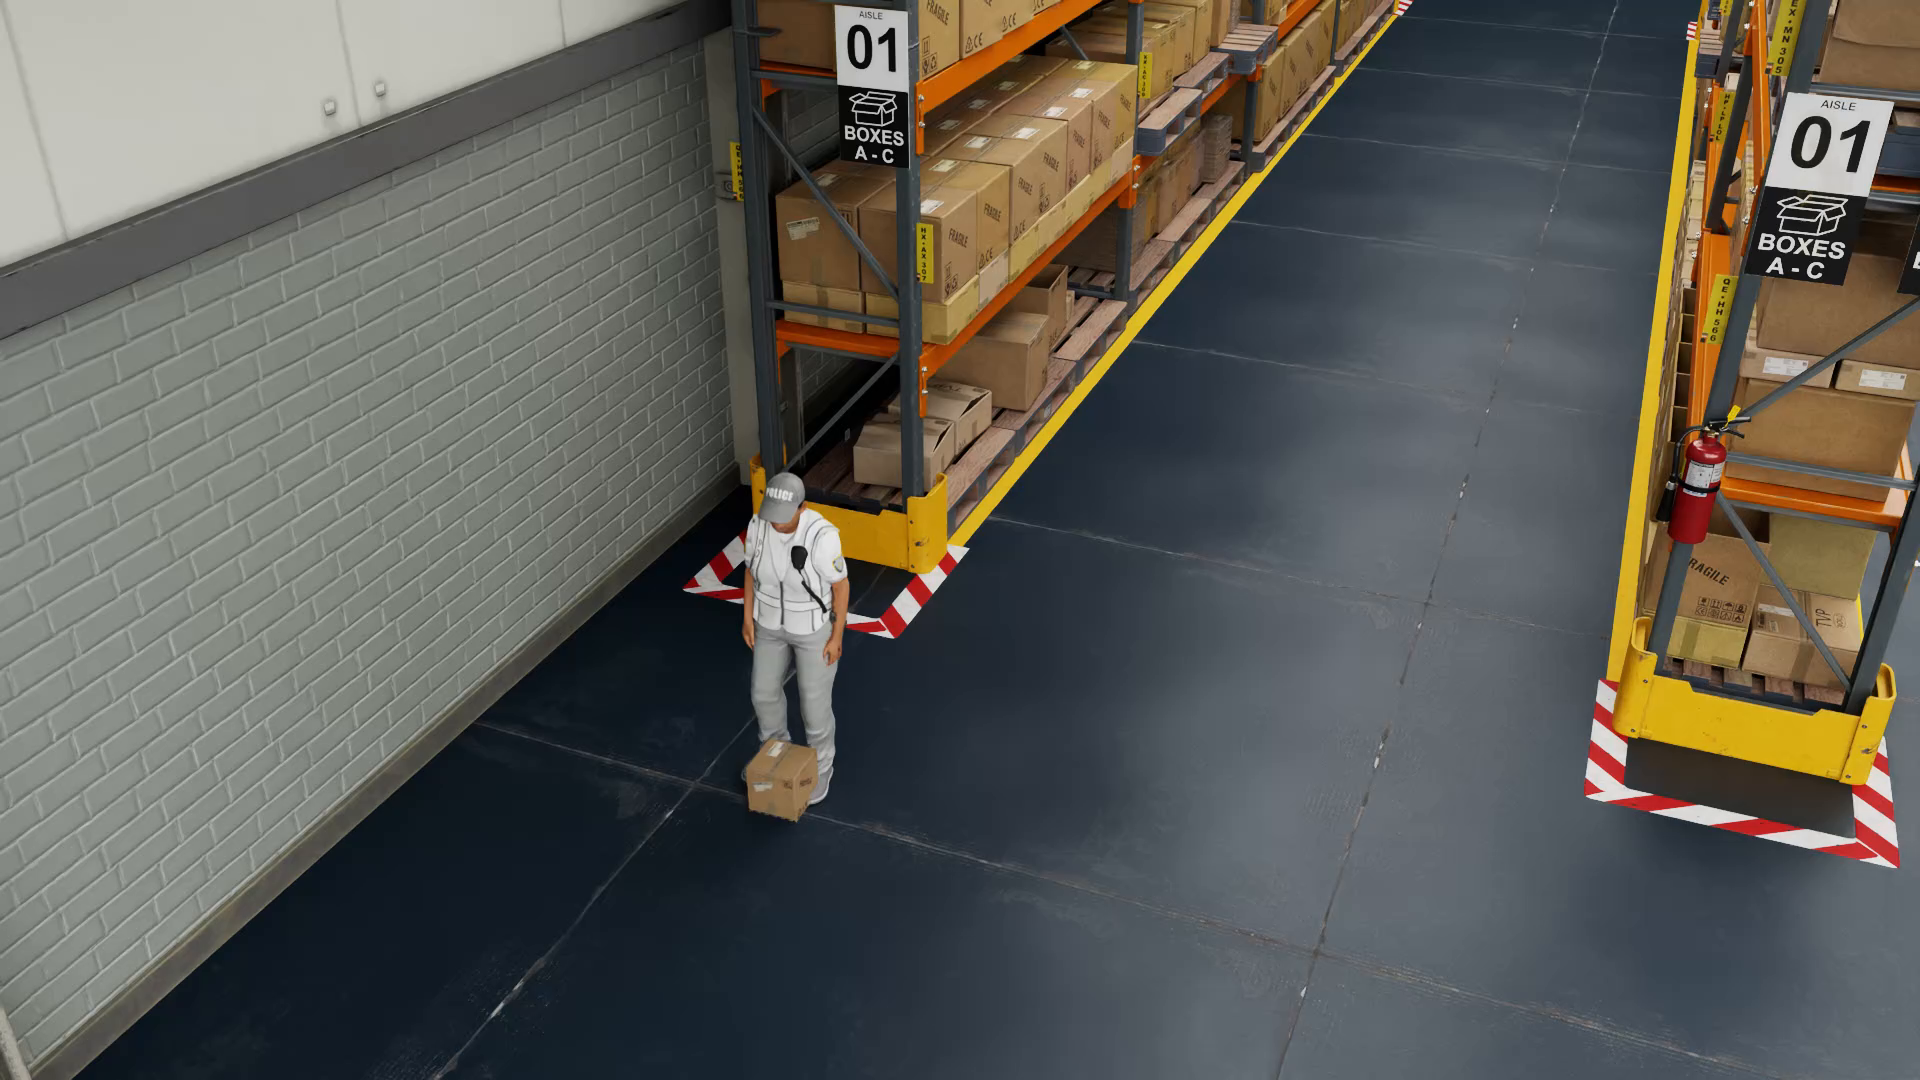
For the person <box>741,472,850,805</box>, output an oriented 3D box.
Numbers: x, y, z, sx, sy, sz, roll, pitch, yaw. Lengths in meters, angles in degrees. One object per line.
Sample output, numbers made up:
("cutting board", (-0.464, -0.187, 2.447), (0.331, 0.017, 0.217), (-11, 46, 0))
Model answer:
("person", (-0.772, 0.411, 7.666), (0.538, 1.666, 0.461), (10, 31, 17))
